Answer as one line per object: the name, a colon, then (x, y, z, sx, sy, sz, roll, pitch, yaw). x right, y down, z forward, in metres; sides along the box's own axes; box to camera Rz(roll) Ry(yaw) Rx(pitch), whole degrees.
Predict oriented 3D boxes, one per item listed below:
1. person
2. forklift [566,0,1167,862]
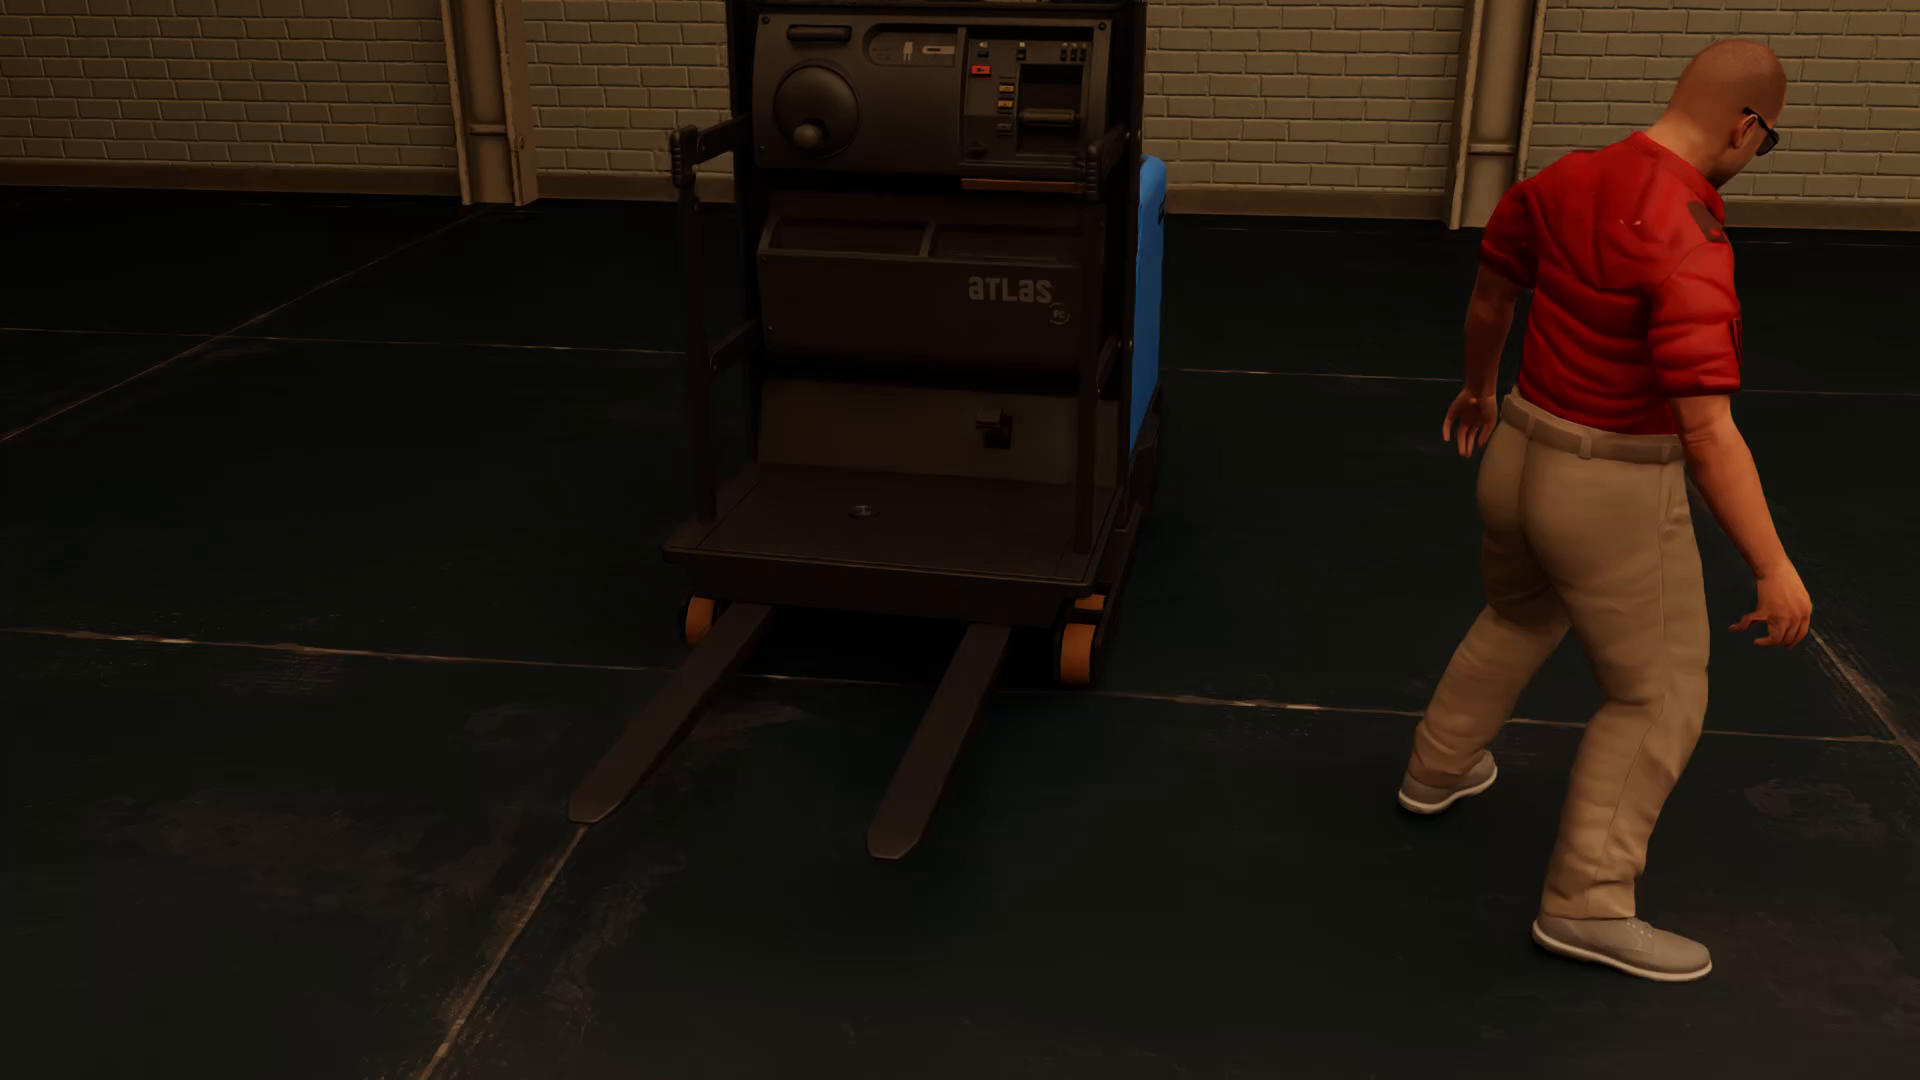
person: (1.212, -0.077, 3.146, 0.369, 1.684, 0.924, -5, 22, -12)
forklift: (-0.122, -1.136, 4.074, 1.130, 2.935, 3.031, 5, 22, 11)
